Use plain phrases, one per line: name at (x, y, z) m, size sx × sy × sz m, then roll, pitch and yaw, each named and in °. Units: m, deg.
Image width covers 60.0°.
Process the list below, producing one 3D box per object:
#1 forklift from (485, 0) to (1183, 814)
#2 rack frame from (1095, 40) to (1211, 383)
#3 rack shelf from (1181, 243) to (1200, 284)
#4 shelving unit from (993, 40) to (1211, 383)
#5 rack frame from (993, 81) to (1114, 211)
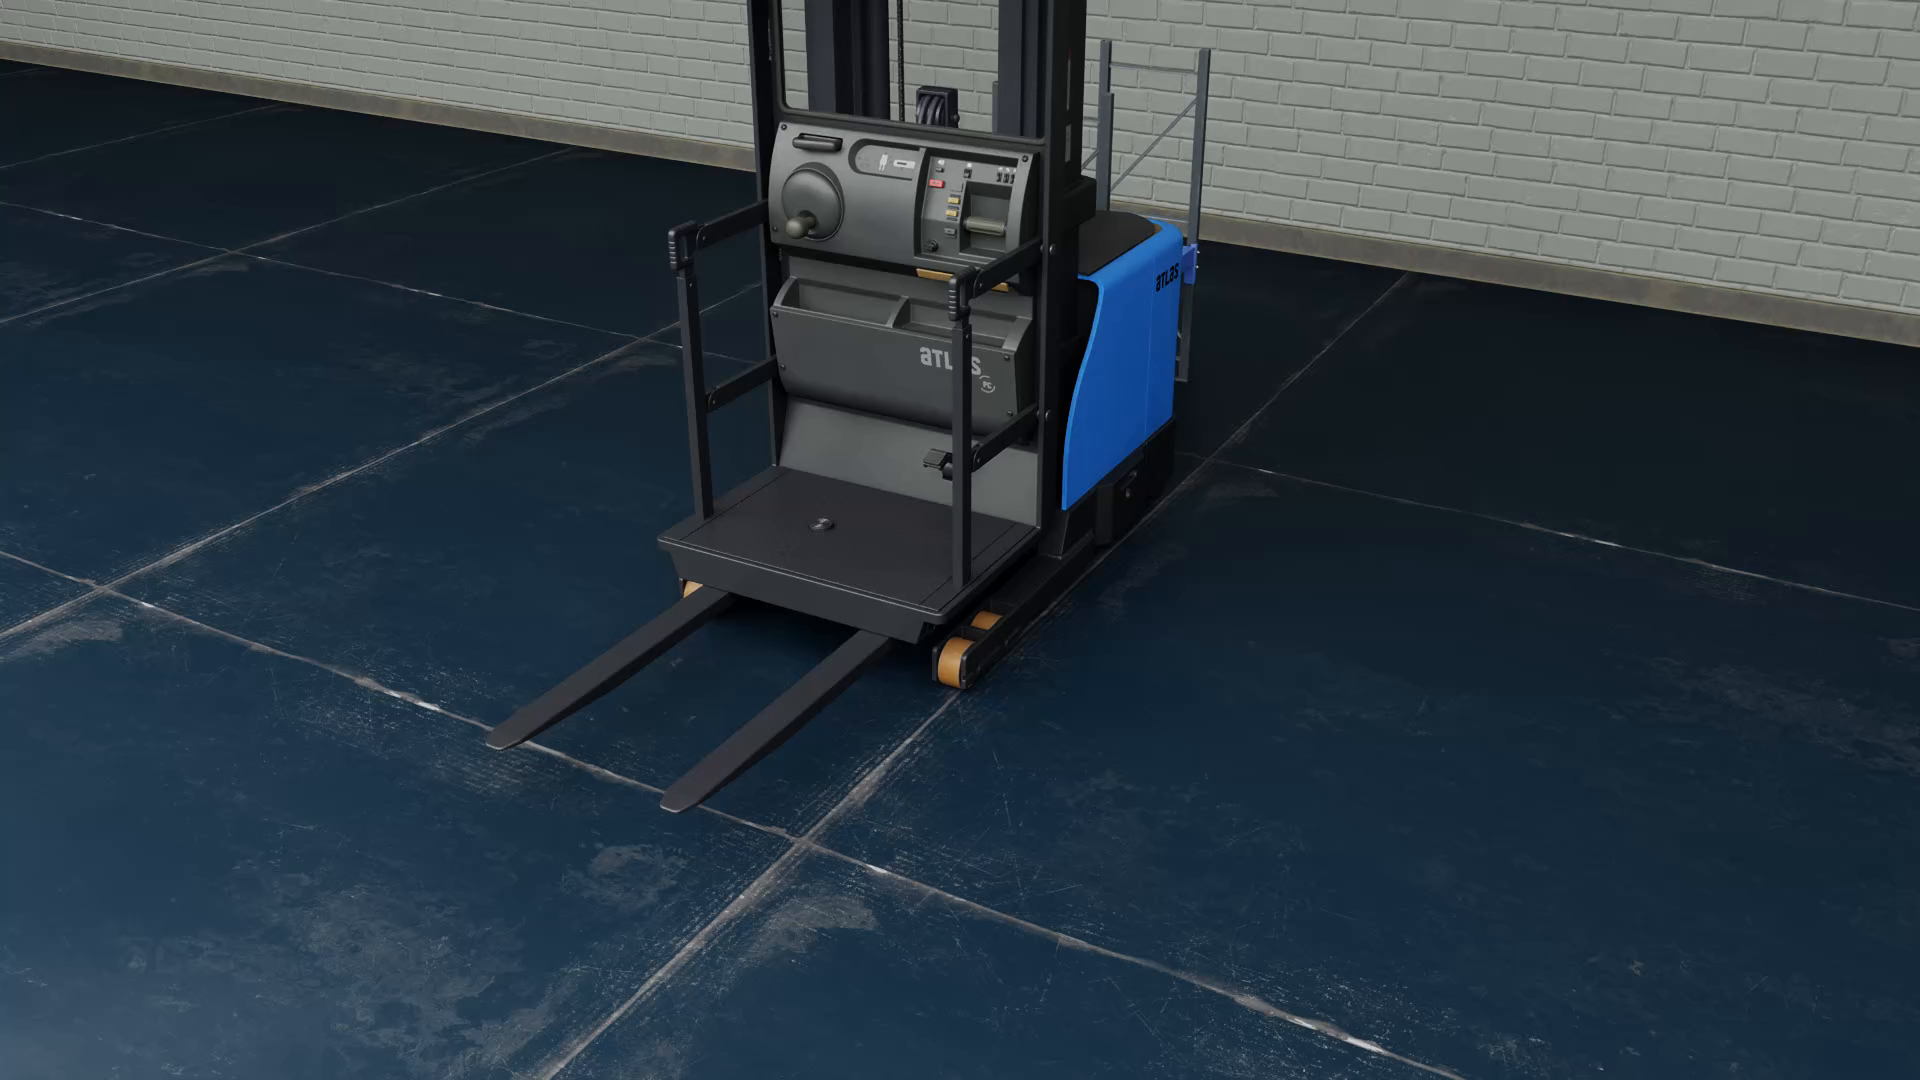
forklift at (-0.301, -1.066, 5.105) m, size 1.130 × 2.935 × 3.031 m, roll 14°, pitch 30°, yaw 26°
rack frame at (0.839, -1.458, 7.488) m, size 0.500 × 1.500 × 0.032 m, roll 14°, pitch 30°, yaw 25°
rack shelf at (0.597, -1.097, 7.169) m, size 0.538 × 0.185 × 1.000 m, roll 14°, pitch 30°, yaw 25°
shelving unit at (0.597, -1.258, 7.088) m, size 0.538 × 1.500 × 1.048 m, roll 14°, pitch 30°, yaw 25°
rack frame at (0.355, -1.058, 6.689) m, size 0.500 × 1.500 × 0.032 m, roll 14°, pitch 30°, yaw 25°
